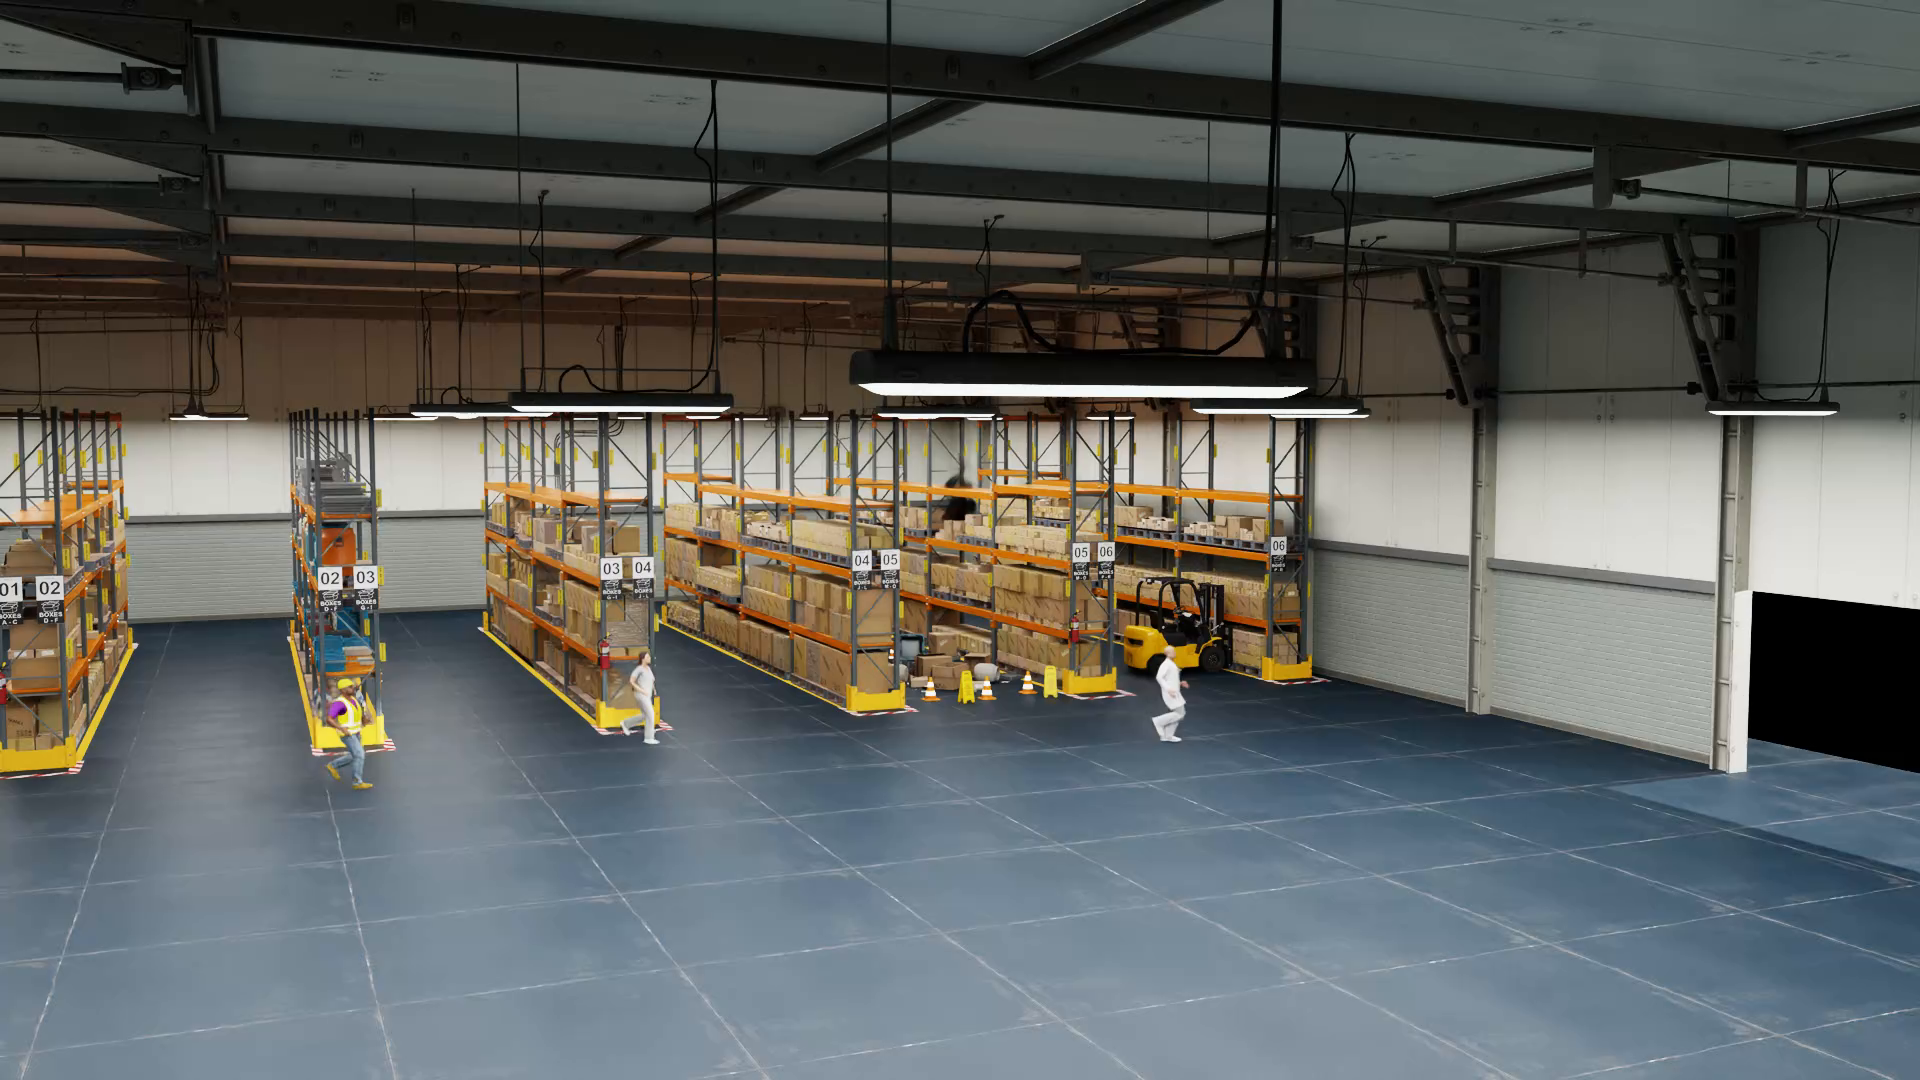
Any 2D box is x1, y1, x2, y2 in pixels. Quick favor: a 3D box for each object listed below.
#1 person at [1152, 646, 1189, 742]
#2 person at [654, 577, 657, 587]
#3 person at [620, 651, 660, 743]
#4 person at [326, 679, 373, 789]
[{"bbox_3d":[3.796,2.766,29.882,0.635,1.730,0.708,1,4,15],"label":"person"},{"bbox_3d":[-9.371,1.497,48.881,0.859,1.614,0.720,-1,4,-18],"label":"person"},{"bbox_3d":[-5.753,2.826,29.952,0.800,1.657,0.599,1,4,15],"label":"person"},{"bbox_3d":[-9.602,3.034,26.057,0.795,1.733,0.712,0,4,6],"label":"person"}]
